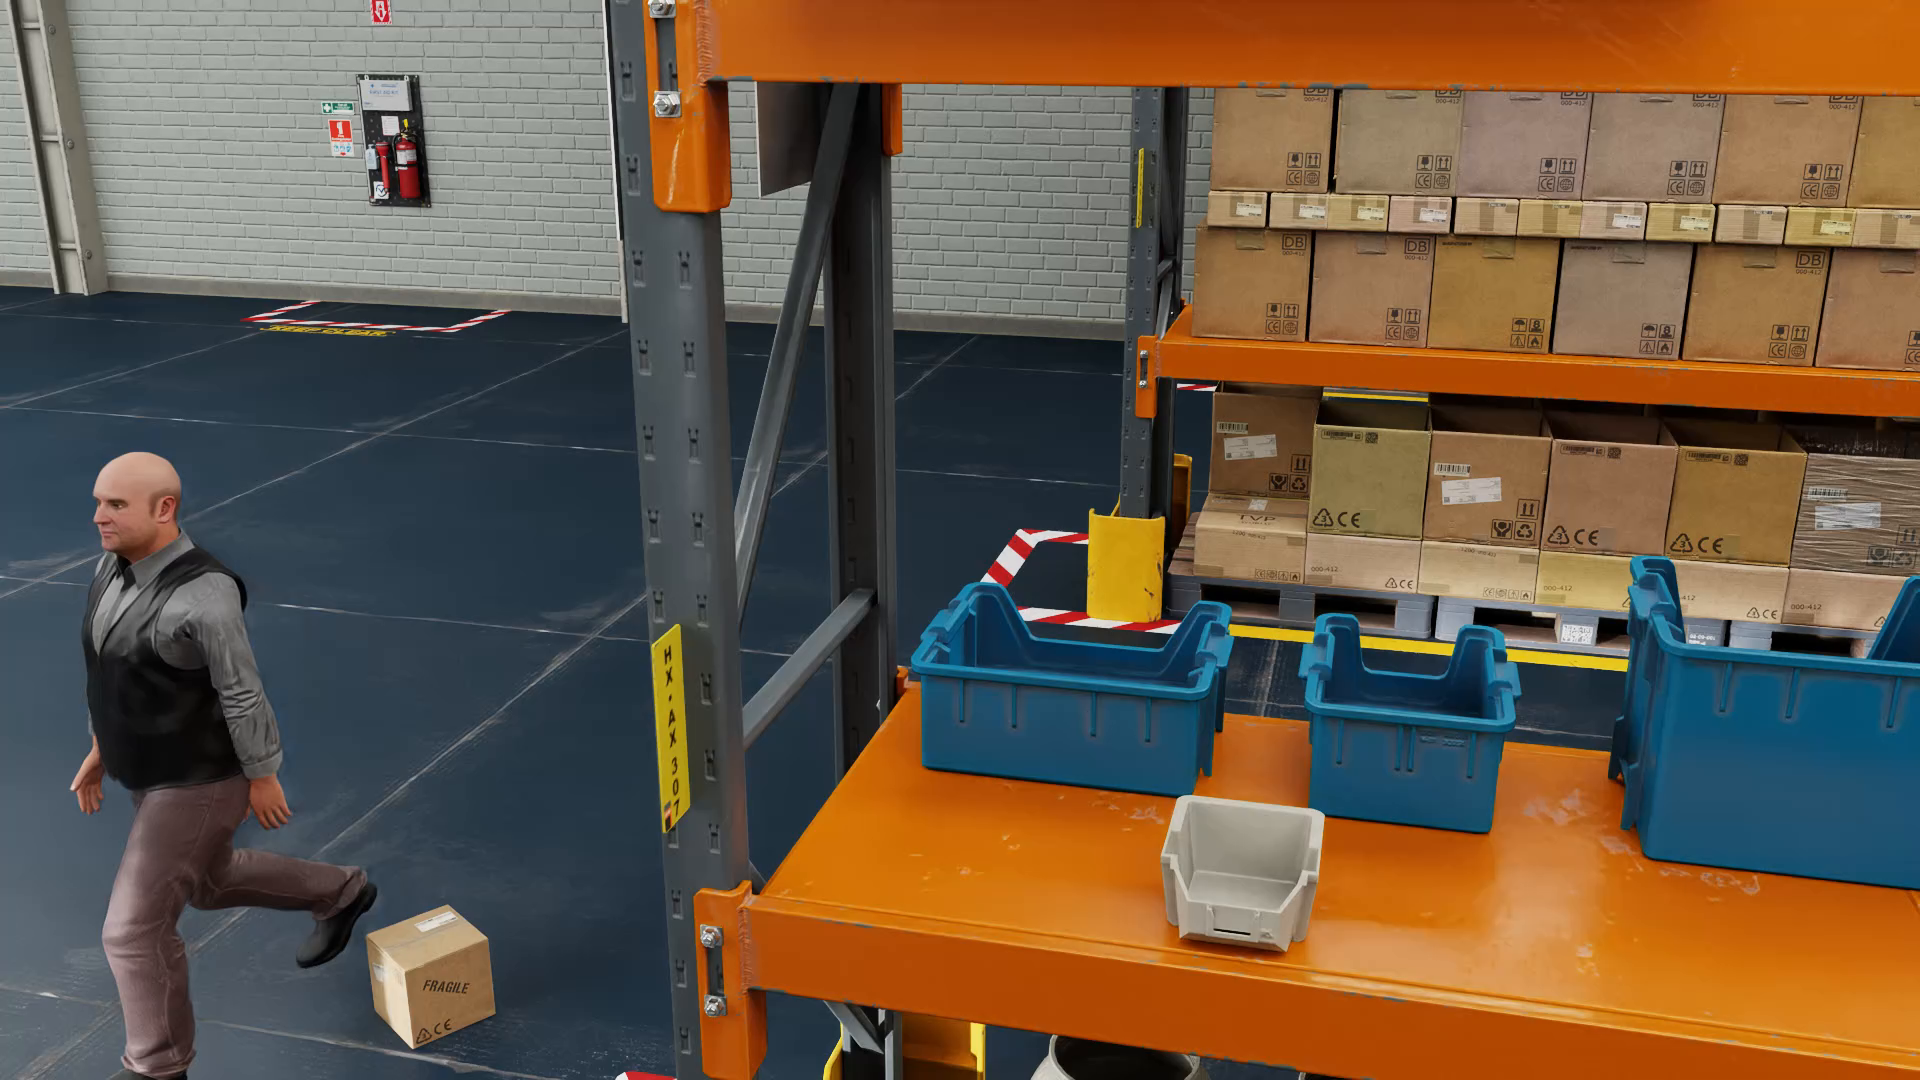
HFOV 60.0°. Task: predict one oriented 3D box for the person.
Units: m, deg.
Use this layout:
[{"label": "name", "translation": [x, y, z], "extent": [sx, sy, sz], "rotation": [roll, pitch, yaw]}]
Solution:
[{"label": "person", "translation": [-1.978, 0.575, 4.323], "extent": [0.536, 1.681, 0.967], "rotation": [16, 24, 40]}]
